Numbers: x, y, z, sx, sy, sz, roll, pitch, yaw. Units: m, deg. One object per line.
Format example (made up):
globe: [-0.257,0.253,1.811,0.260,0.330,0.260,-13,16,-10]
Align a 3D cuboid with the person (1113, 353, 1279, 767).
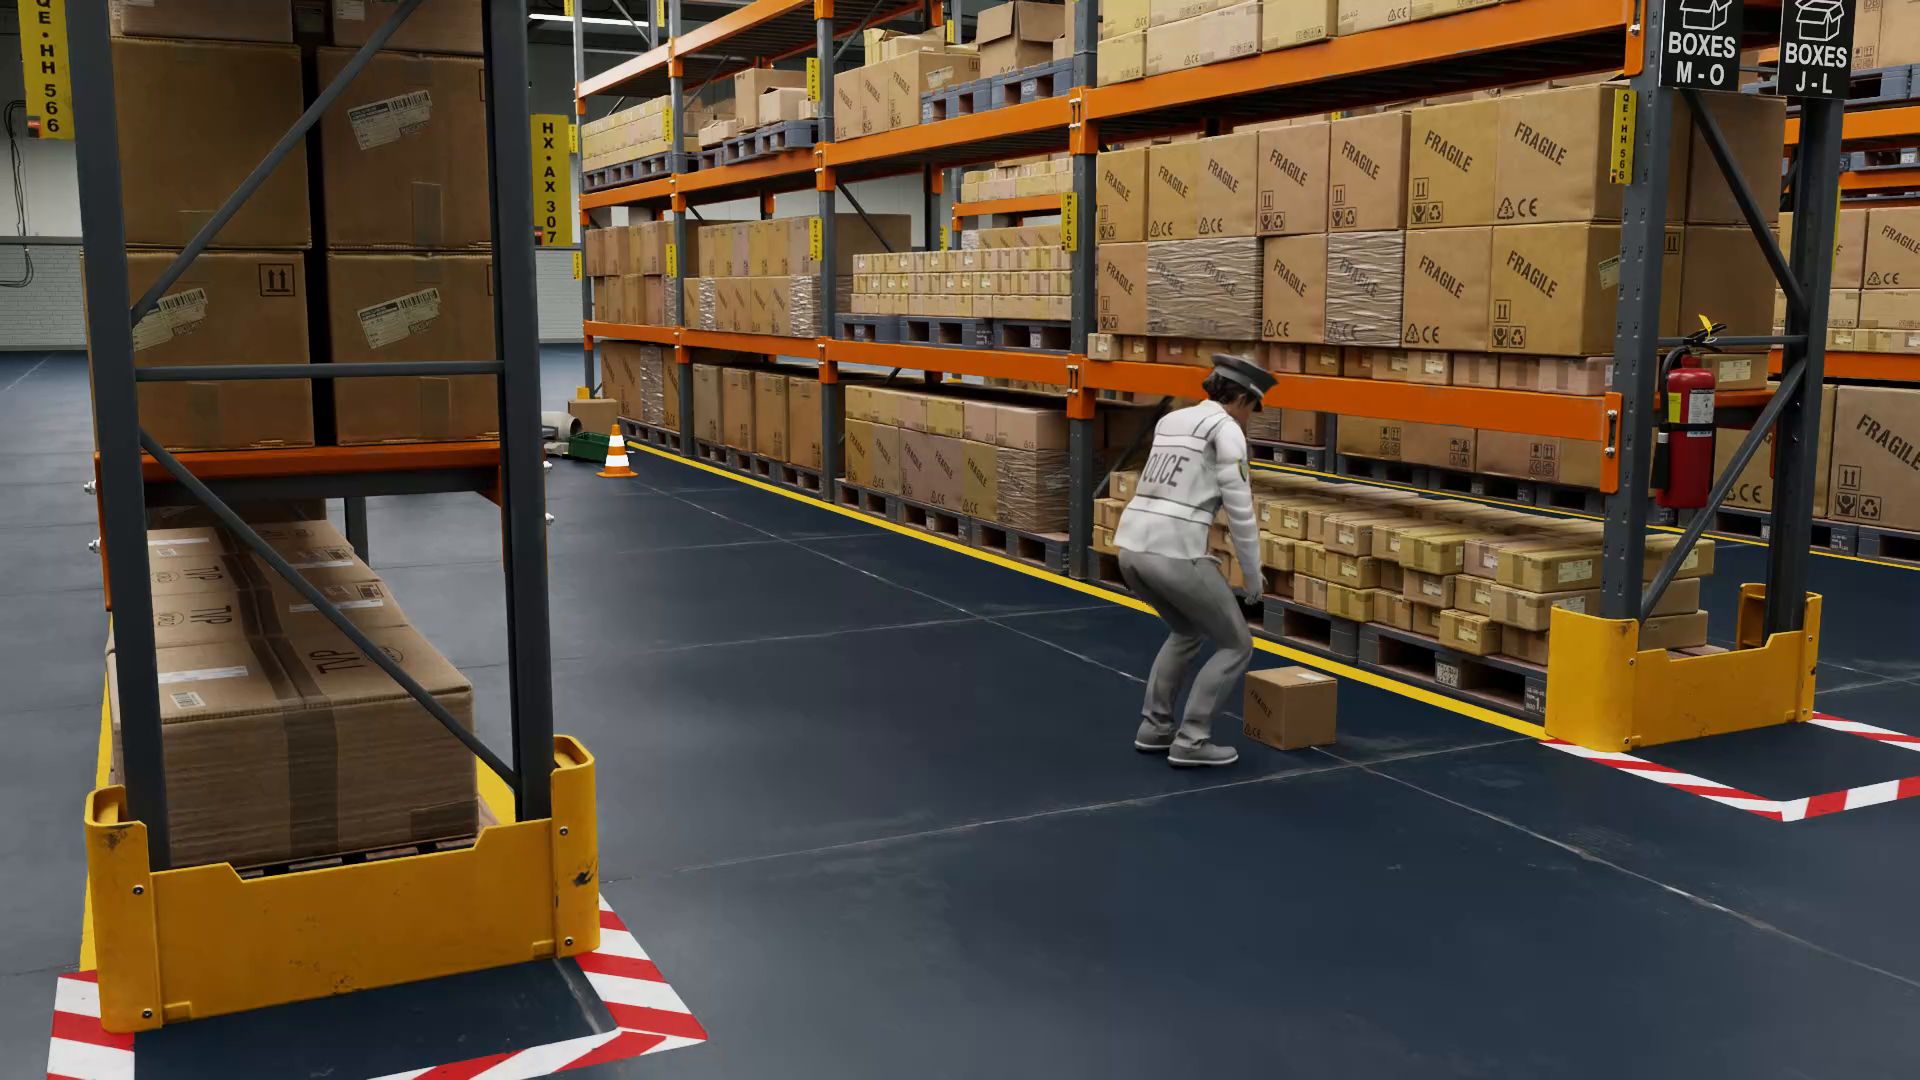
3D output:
person: [0.860,0.064,6.080,0.634,1.479,0.531,-4,10,-25]
